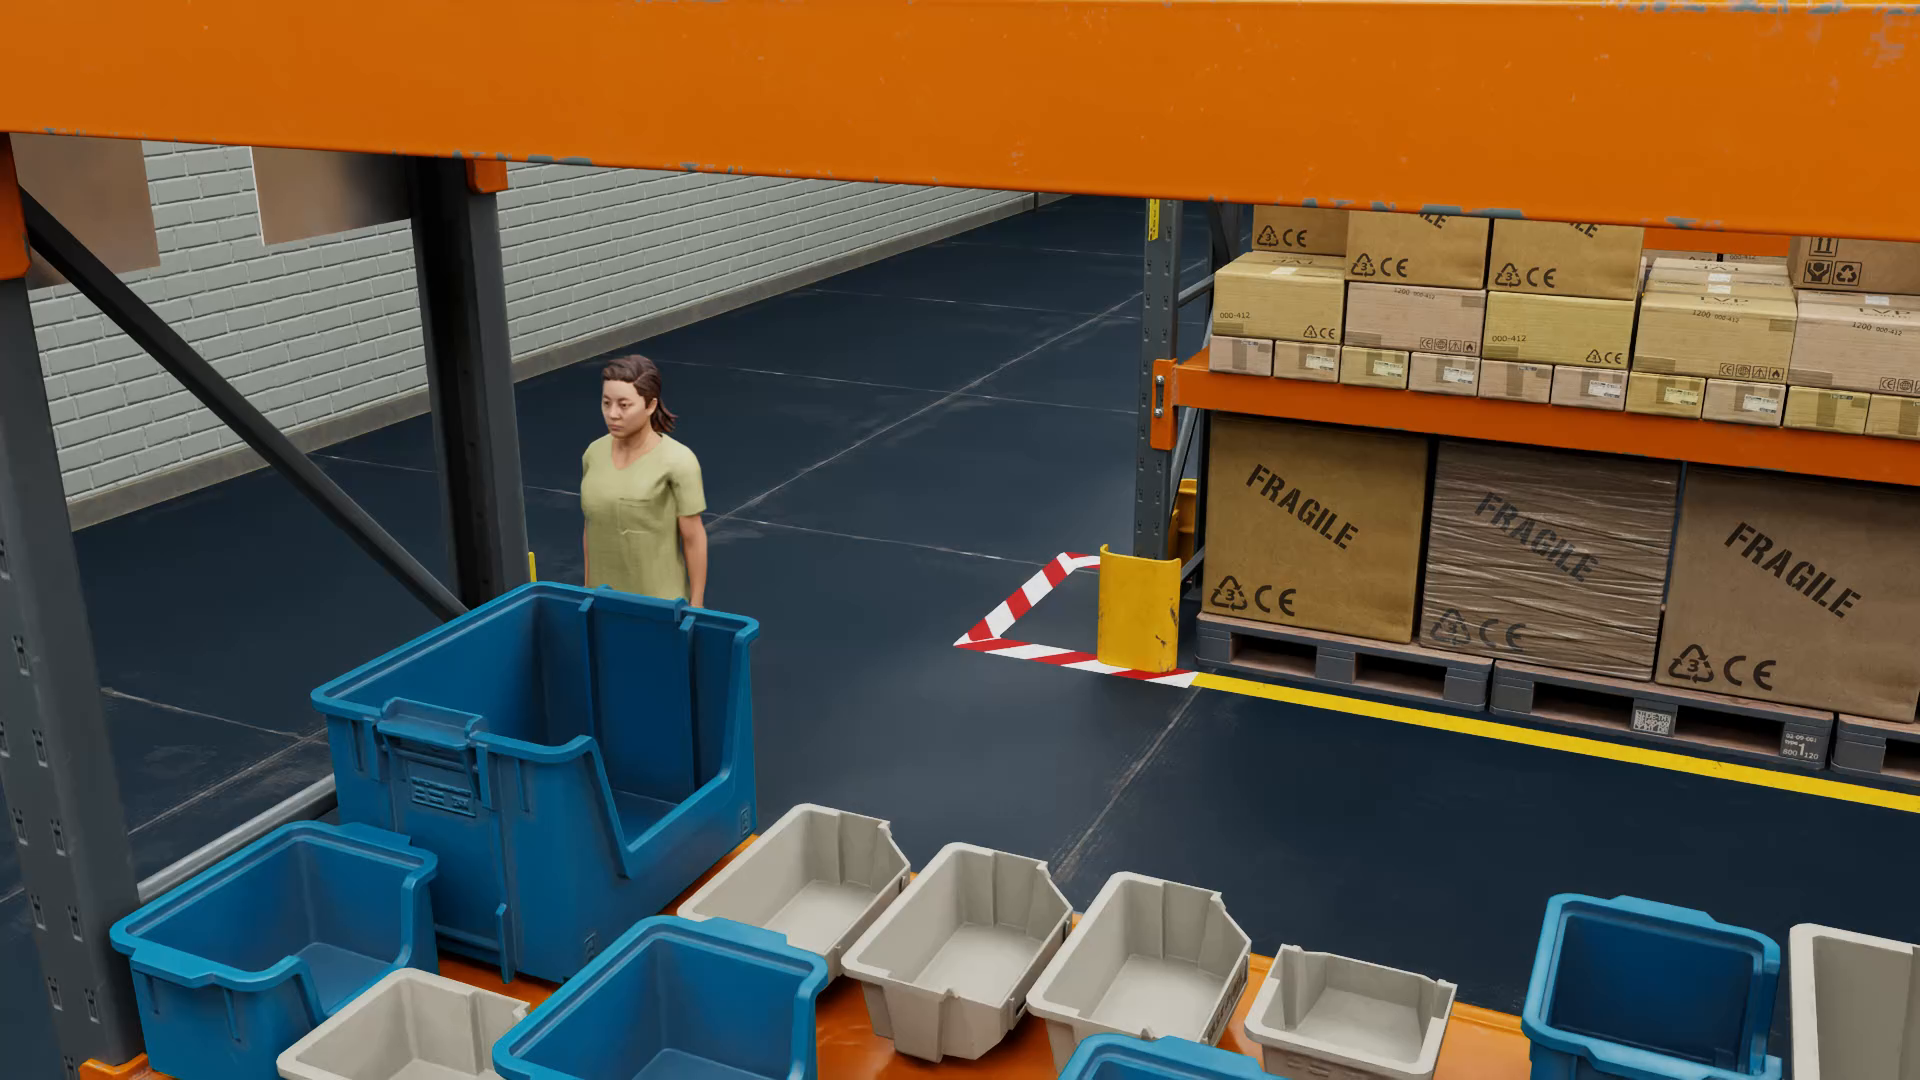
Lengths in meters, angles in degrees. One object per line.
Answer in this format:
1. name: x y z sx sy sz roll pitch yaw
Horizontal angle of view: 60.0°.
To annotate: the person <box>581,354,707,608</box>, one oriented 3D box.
1. person: -1.054 0.242 5.433 0.455 1.707 0.413 8 21 23
